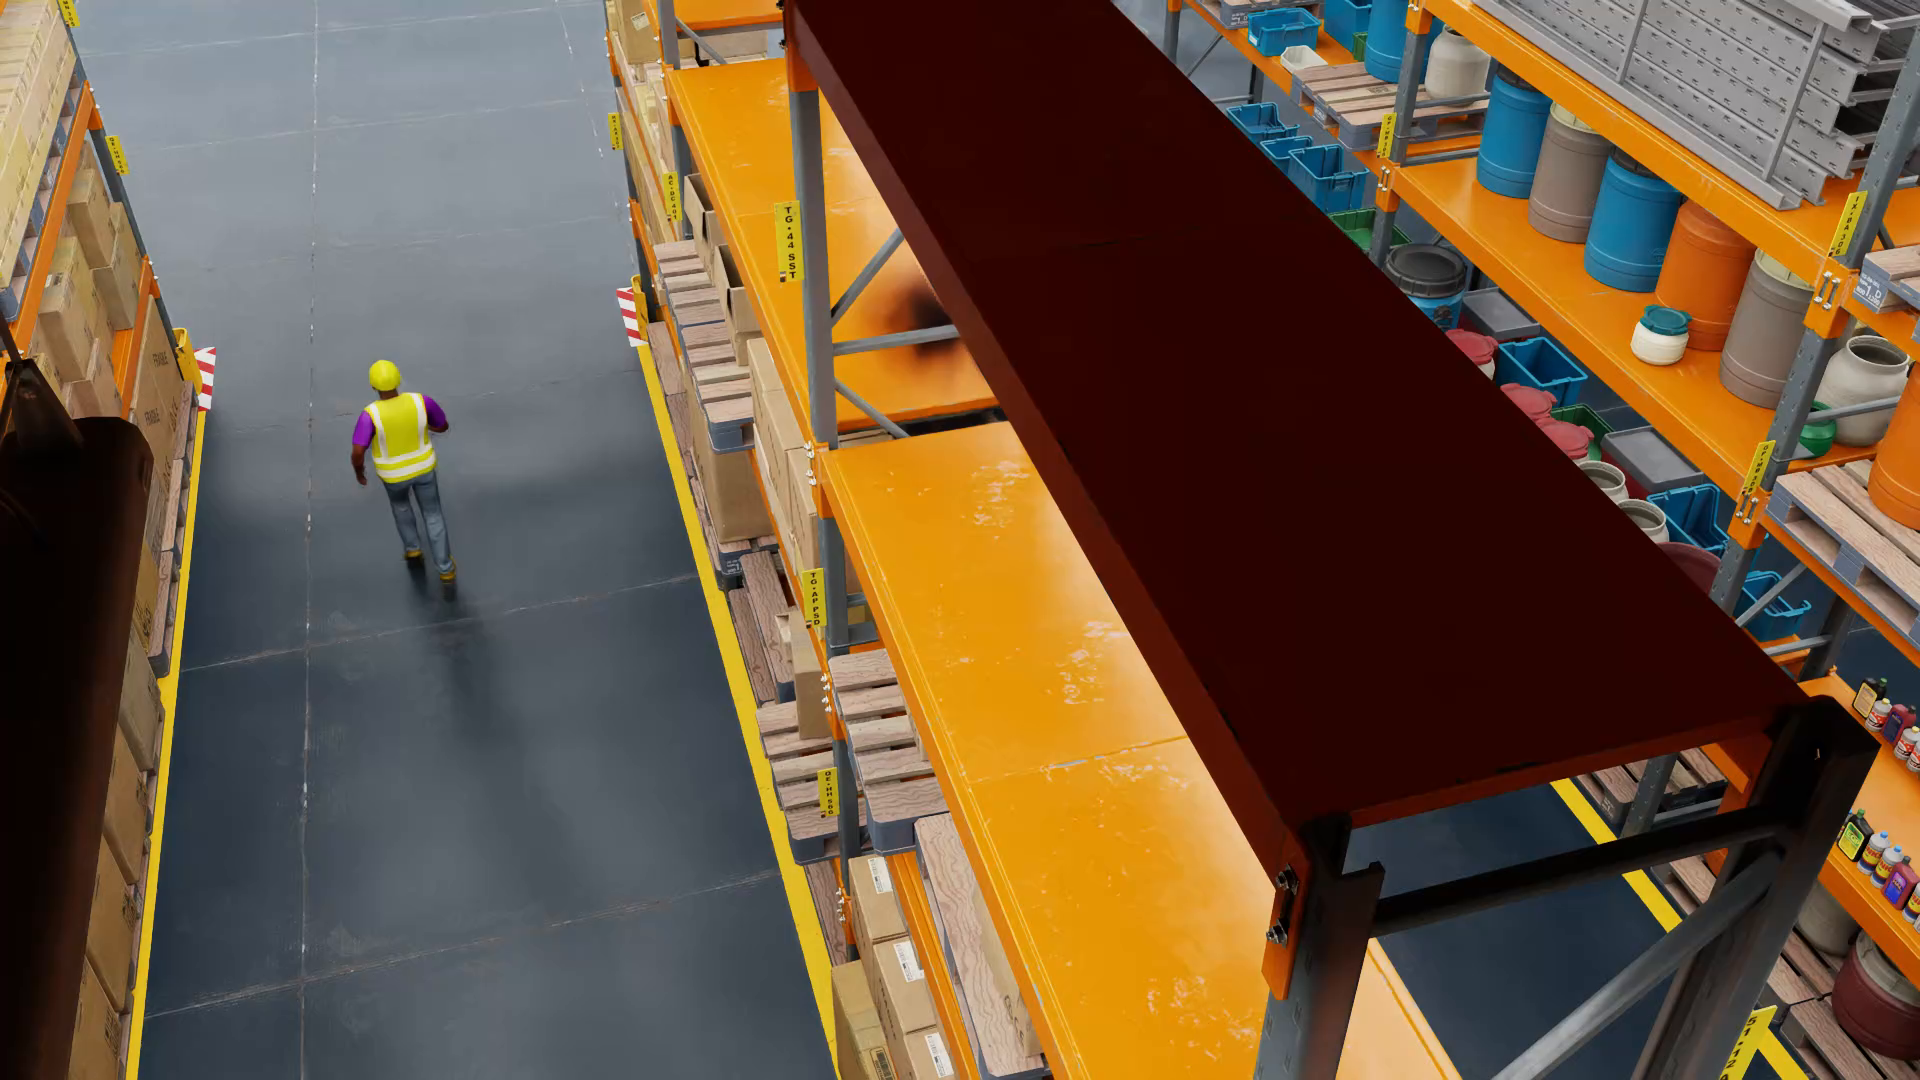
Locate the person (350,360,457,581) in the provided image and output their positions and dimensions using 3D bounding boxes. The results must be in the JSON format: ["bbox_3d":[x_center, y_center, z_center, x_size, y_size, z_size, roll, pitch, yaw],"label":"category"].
[{"bbox_3d":[-3.998,-0.480,12.036,0.724,1.848,0.757,-17,41,-20],"label":"person"}]
